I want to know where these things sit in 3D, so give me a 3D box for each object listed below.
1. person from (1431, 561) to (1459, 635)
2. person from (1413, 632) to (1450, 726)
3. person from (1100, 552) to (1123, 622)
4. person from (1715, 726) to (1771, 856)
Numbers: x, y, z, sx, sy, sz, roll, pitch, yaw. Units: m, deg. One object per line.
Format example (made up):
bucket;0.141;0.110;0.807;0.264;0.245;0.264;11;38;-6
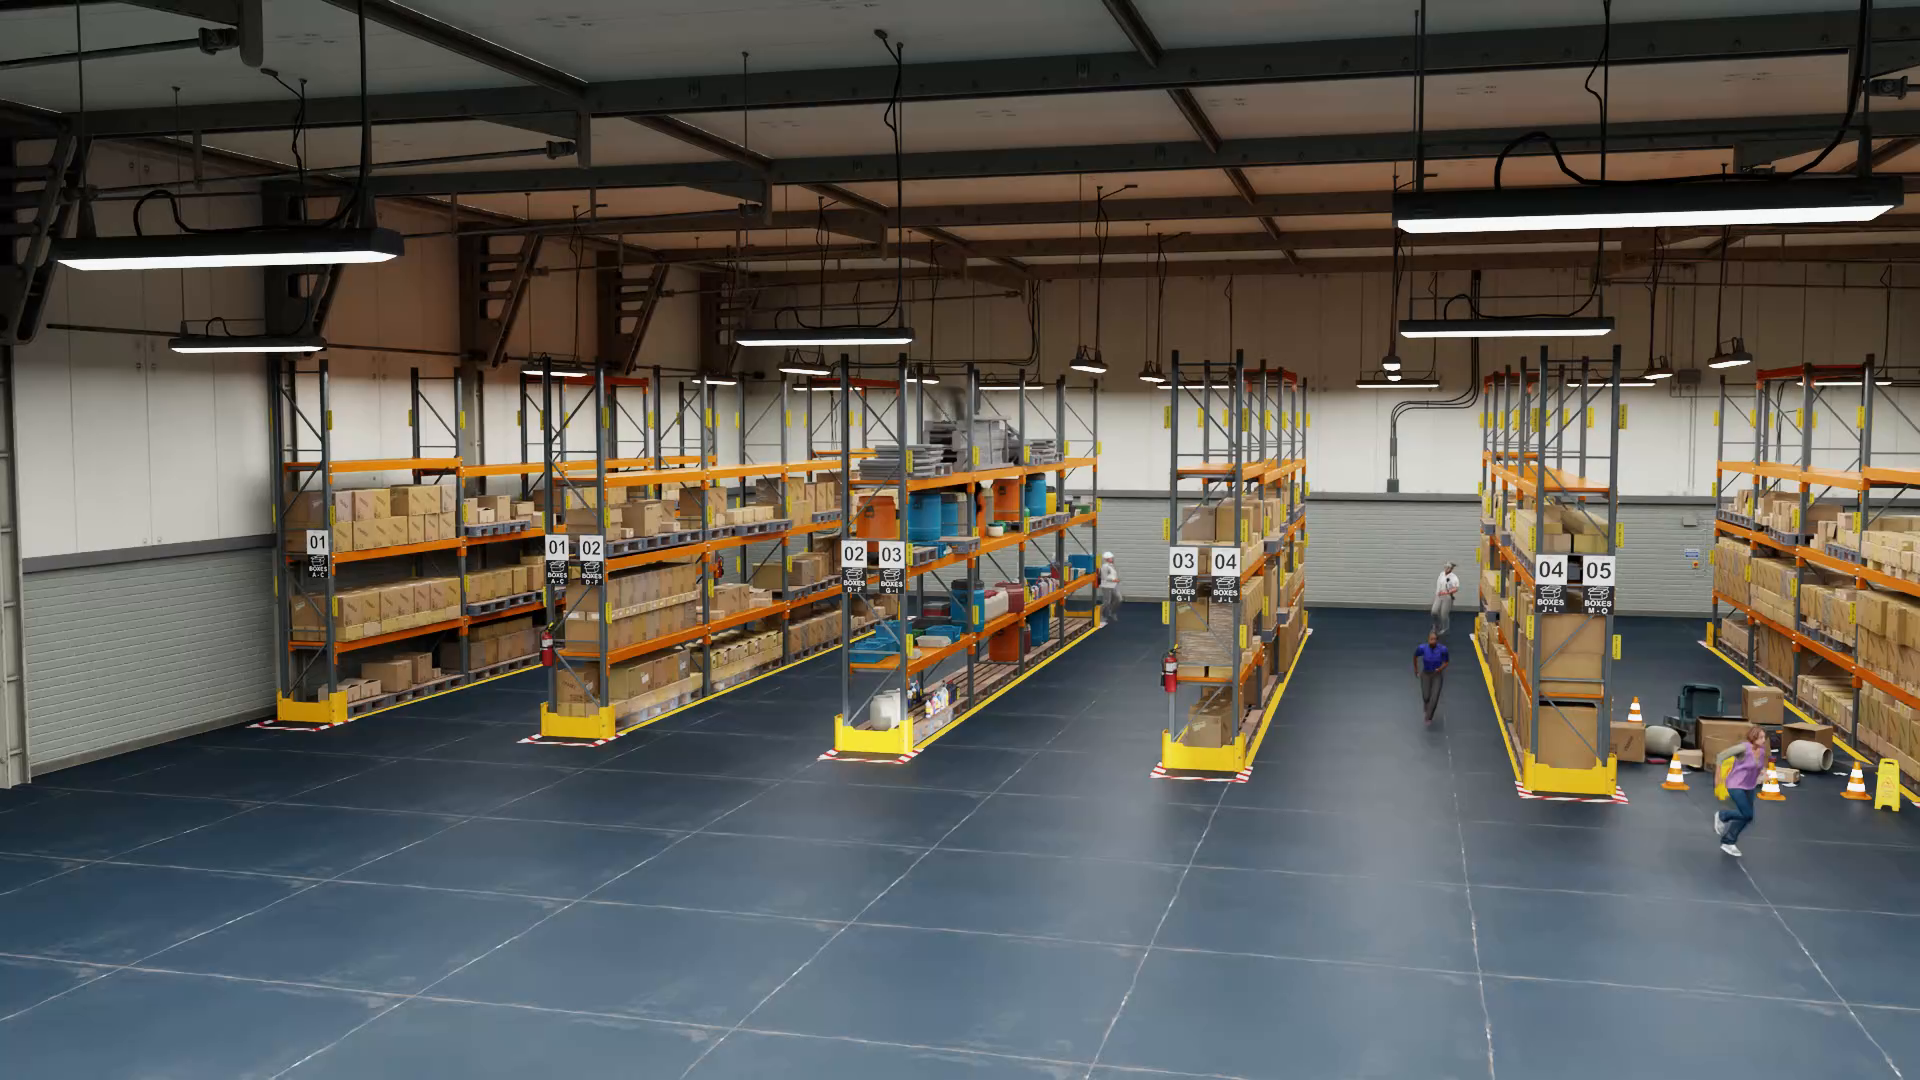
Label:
person;11.272;1.359;38.687;0.600;1.754;0.688;-4;6;-42
person;7.729;2.272;27.272;0.564;1.586;0.694;1;4;11
person;3.694;1.175;41.238;0.681;1.780;0.652;2;5;27
person;9.016;2.879;19.151;0.527;1.530;0.667;-2;5;-26
